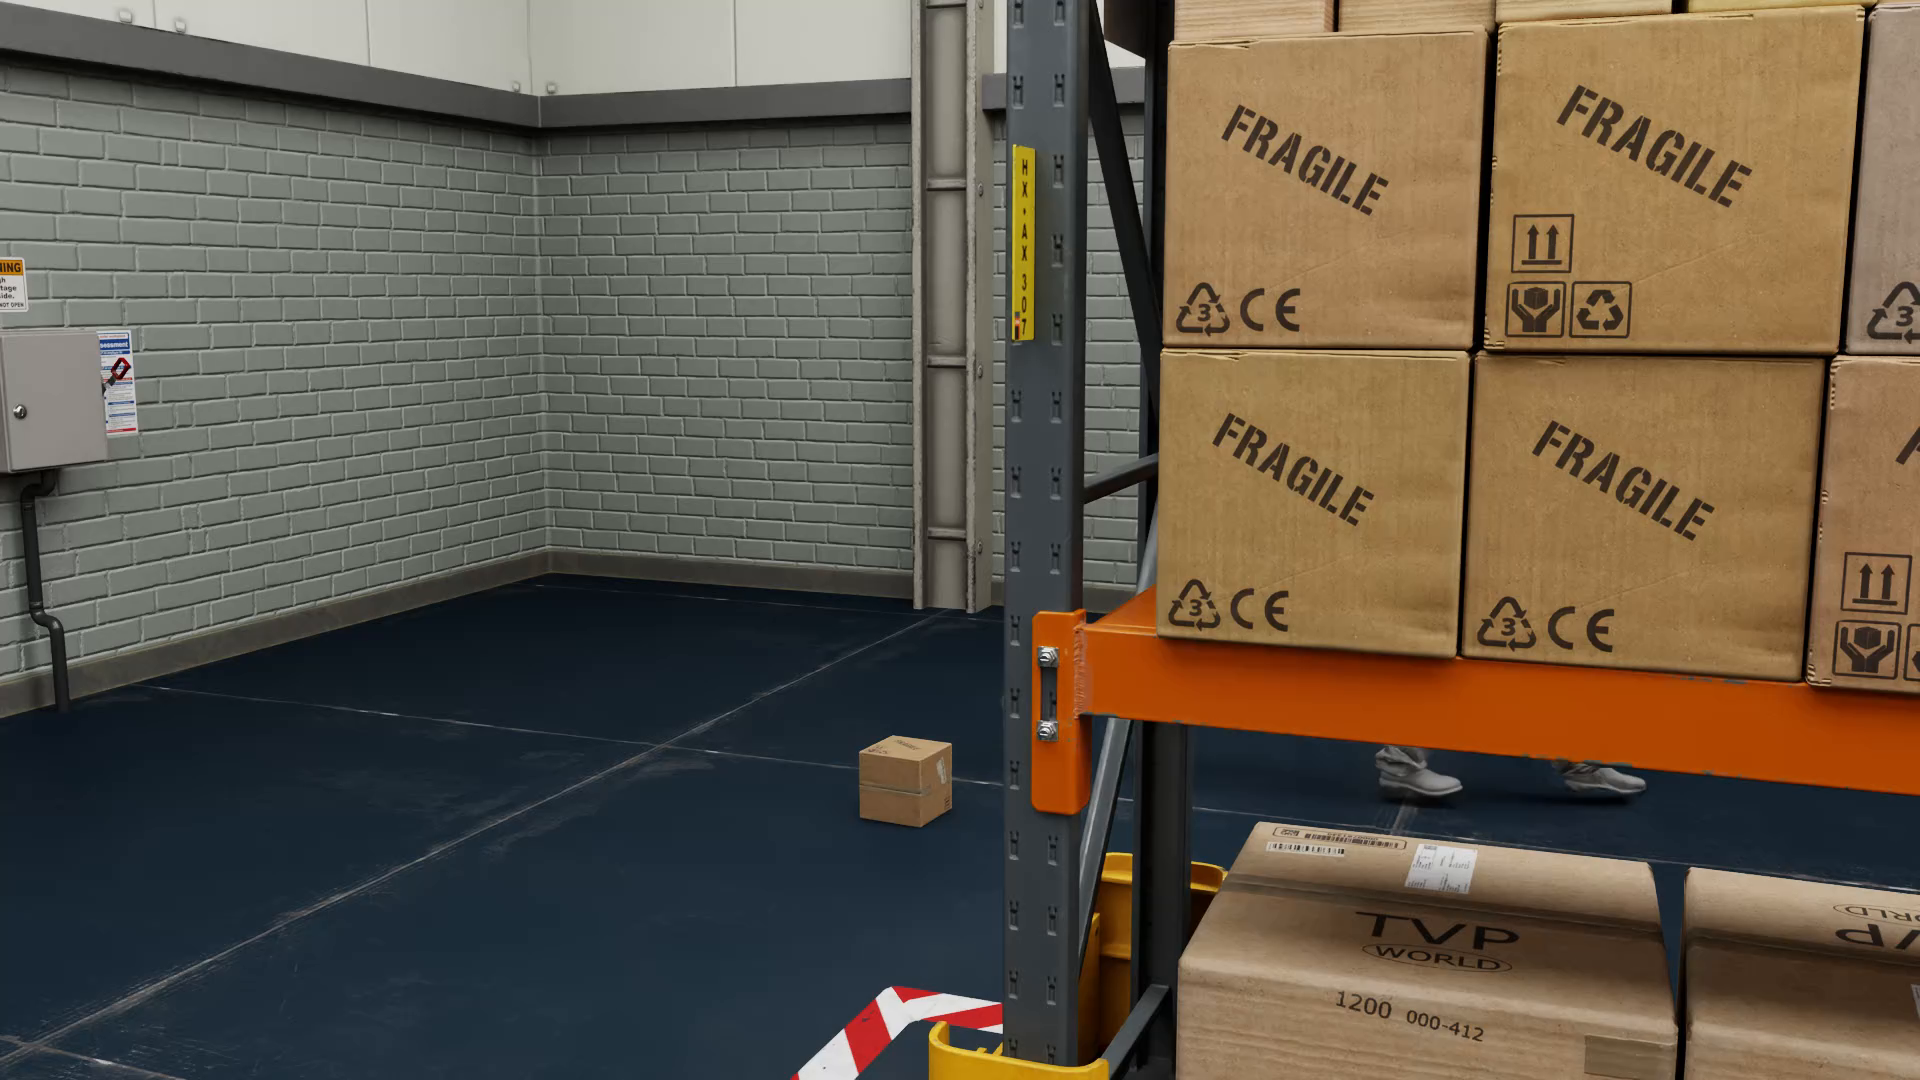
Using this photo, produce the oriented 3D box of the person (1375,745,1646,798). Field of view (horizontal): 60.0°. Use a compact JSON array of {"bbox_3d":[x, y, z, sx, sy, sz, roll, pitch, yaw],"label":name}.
[{"bbox_3d":[2.034,0.093,6.032,0.965,1.723,0.569,3,9,18],"label":"person"}]
